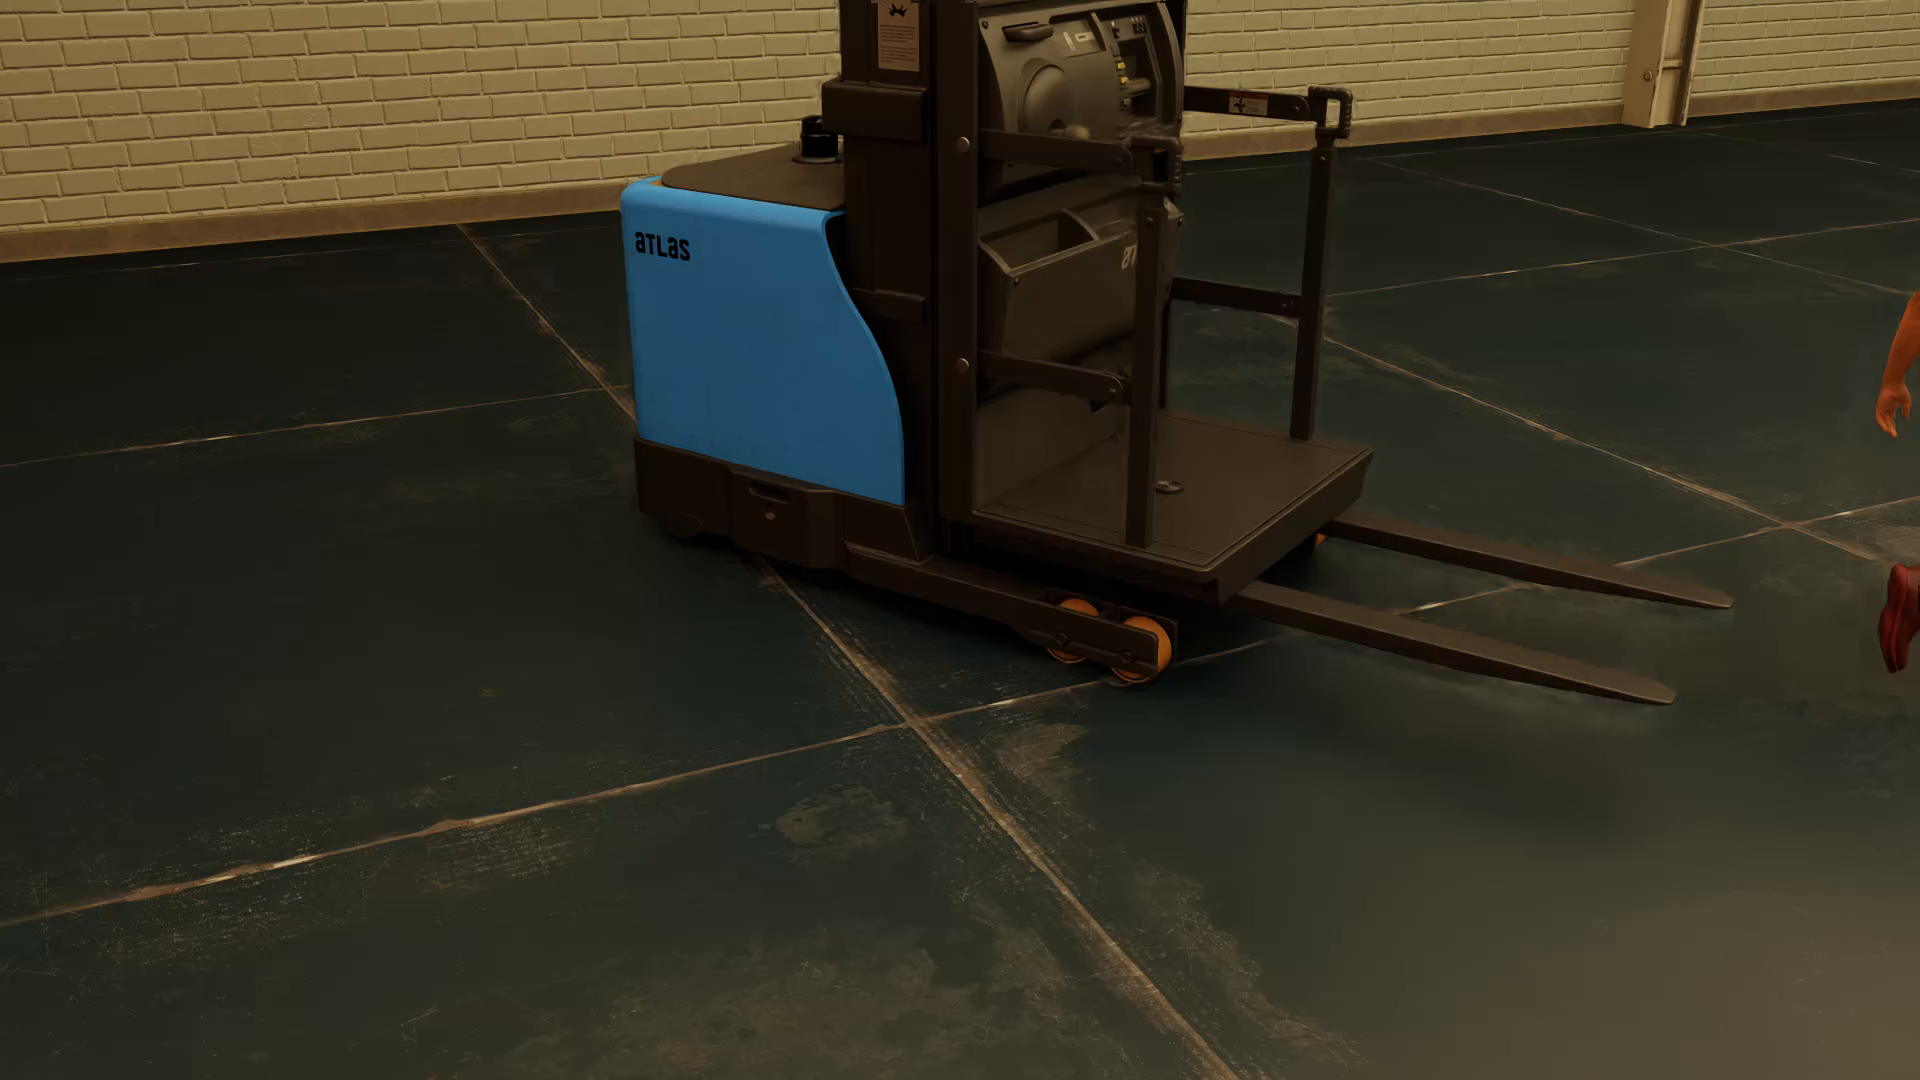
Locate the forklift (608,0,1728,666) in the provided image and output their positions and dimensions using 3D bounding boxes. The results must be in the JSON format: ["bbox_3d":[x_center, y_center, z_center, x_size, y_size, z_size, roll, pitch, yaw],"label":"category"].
[{"bbox_3d":[0.558,-1.258,4.315,3.031,2.935,1.130,10,25,22],"label":"forklift"}]
